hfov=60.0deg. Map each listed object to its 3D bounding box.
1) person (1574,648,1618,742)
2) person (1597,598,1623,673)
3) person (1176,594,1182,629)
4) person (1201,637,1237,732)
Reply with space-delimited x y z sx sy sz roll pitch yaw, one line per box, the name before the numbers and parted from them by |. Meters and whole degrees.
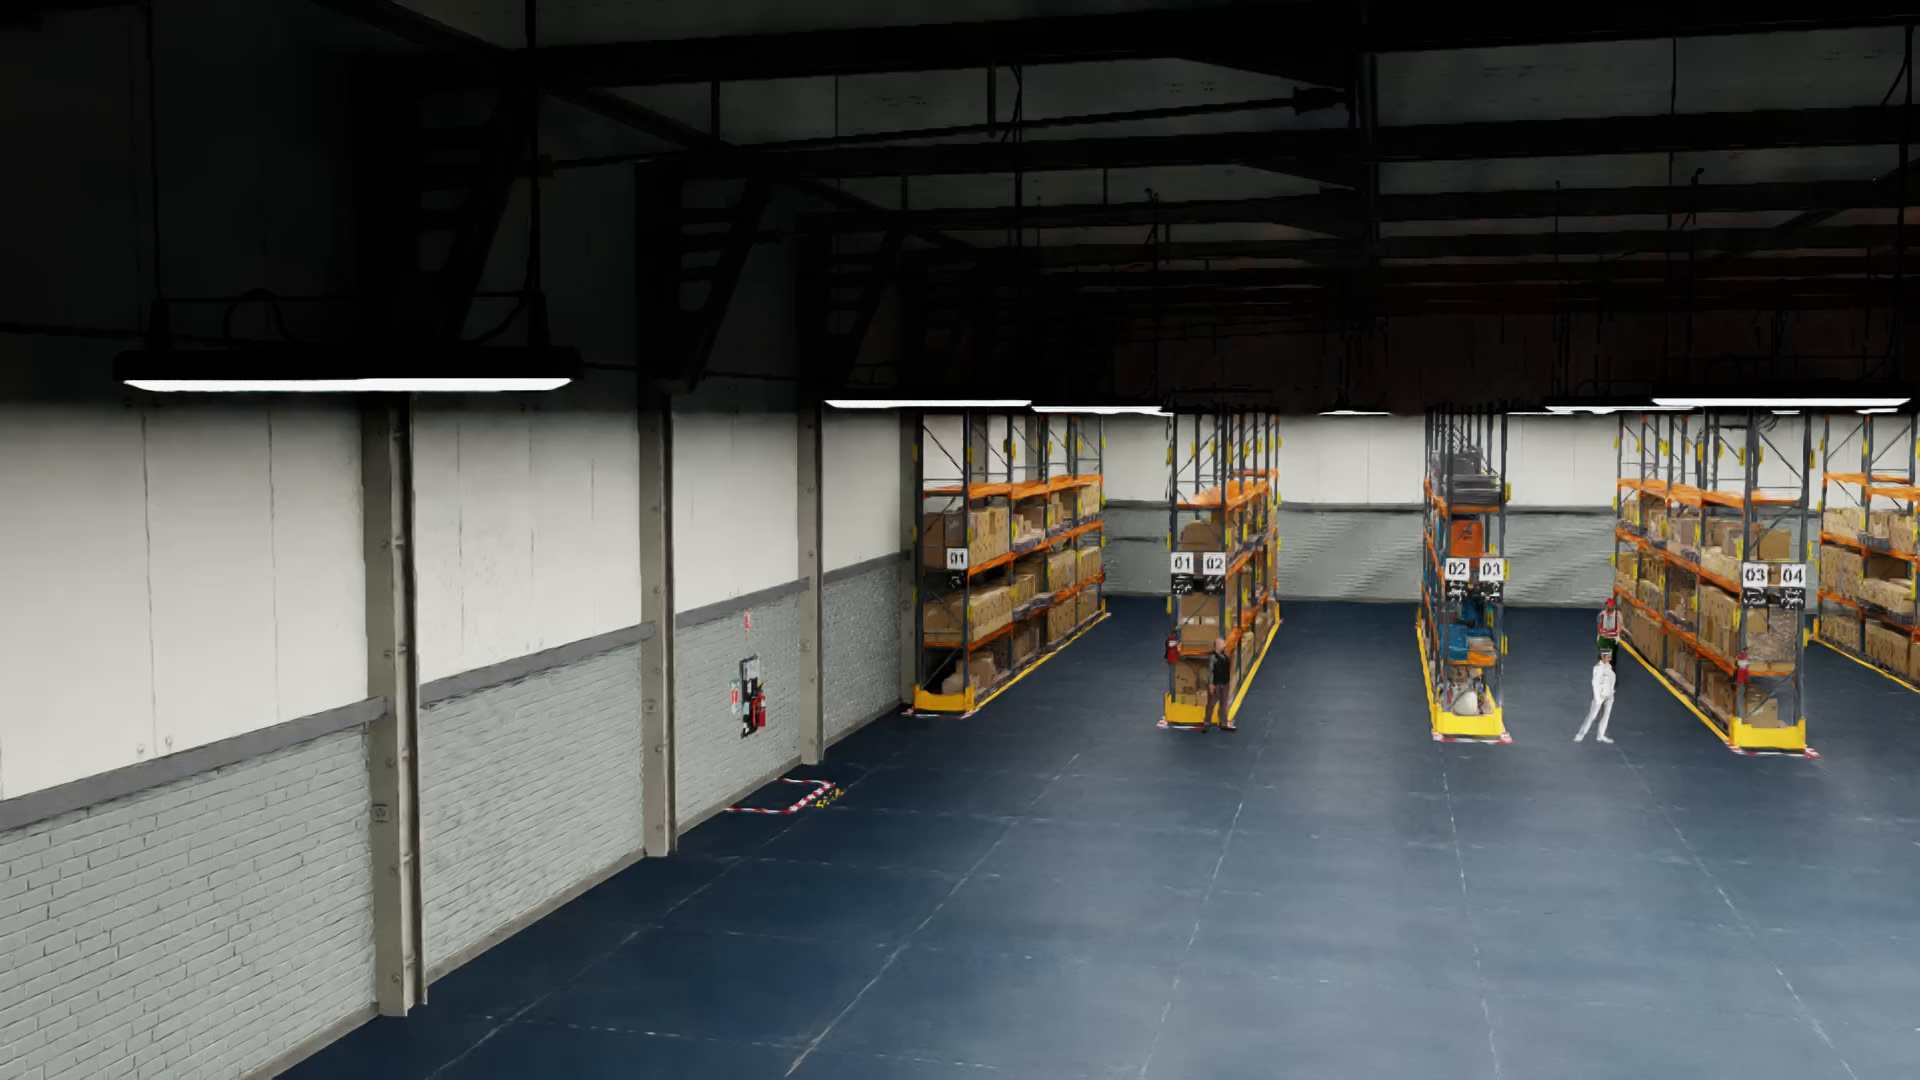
person | 11.207 2.734 29.307 0.671 1.666 0.480 -2 5 -30
person | 14.363 2.132 36.767 0.531 1.728 1.037 2 5 23
person | 6.027 1.565 44.789 0.440 1.683 0.551 -1 4 -13
person | 4.677 2.630 30.233 0.665 1.729 0.429 -4 6 -41
